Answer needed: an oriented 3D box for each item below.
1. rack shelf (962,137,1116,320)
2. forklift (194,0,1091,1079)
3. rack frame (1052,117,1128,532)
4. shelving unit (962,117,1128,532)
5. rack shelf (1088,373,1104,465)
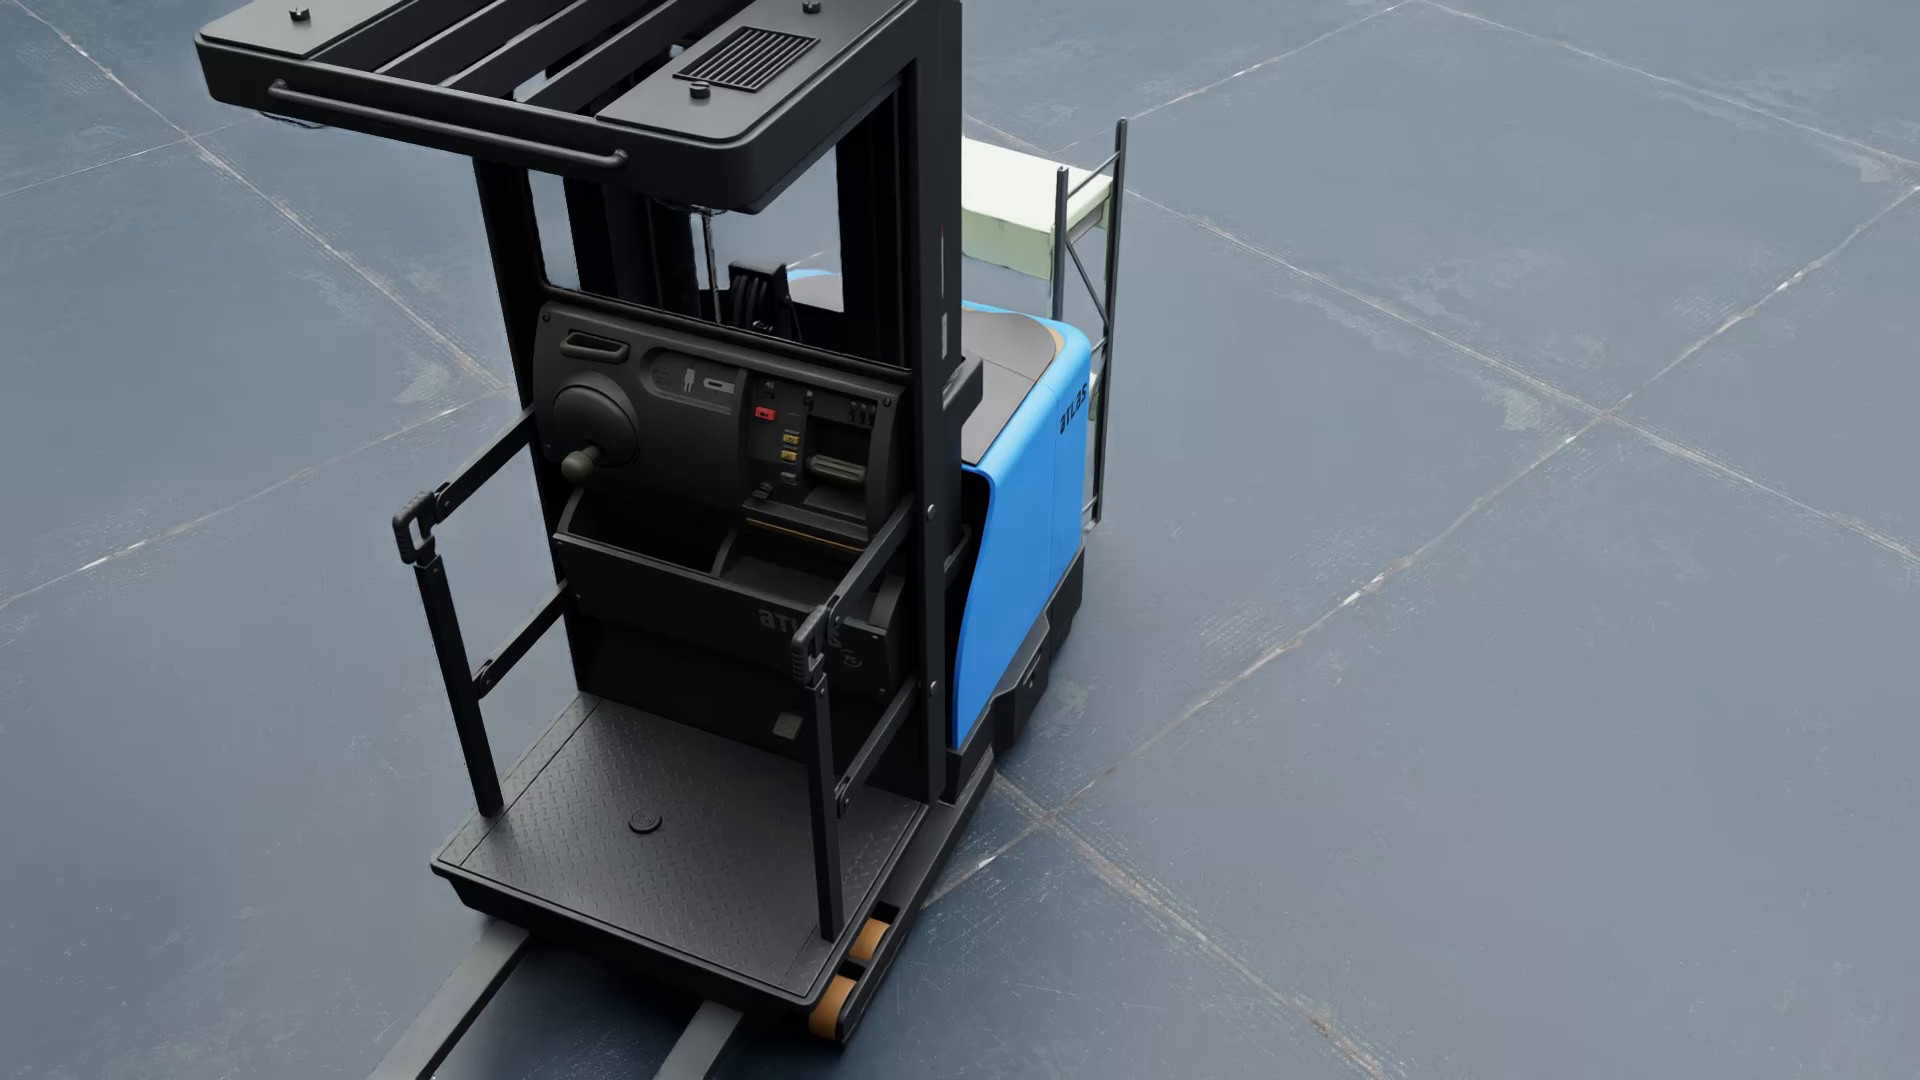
[{"bbox_3d":[0.070,-0.978,5.146,0.720,0.370,0.431,21,43,24],"label":"rack shelf"},{"bbox_3d":[-0.656,-0.191,3.654,1.130,2.935,3.031,15,41,18],"label":"forklift"},{"bbox_3d":[0.382,-0.554,5.243,0.023,1.500,0.400,21,43,24],"label":"rack frame"},{"bbox_3d":[0.070,-0.674,5.391,0.755,1.500,0.431,21,43,24],"label":"shelving unit"},{"bbox_3d":[0.070,-0.421,5.596,0.720,0.370,0.431,21,43,24],"label":"rack shelf"}]
